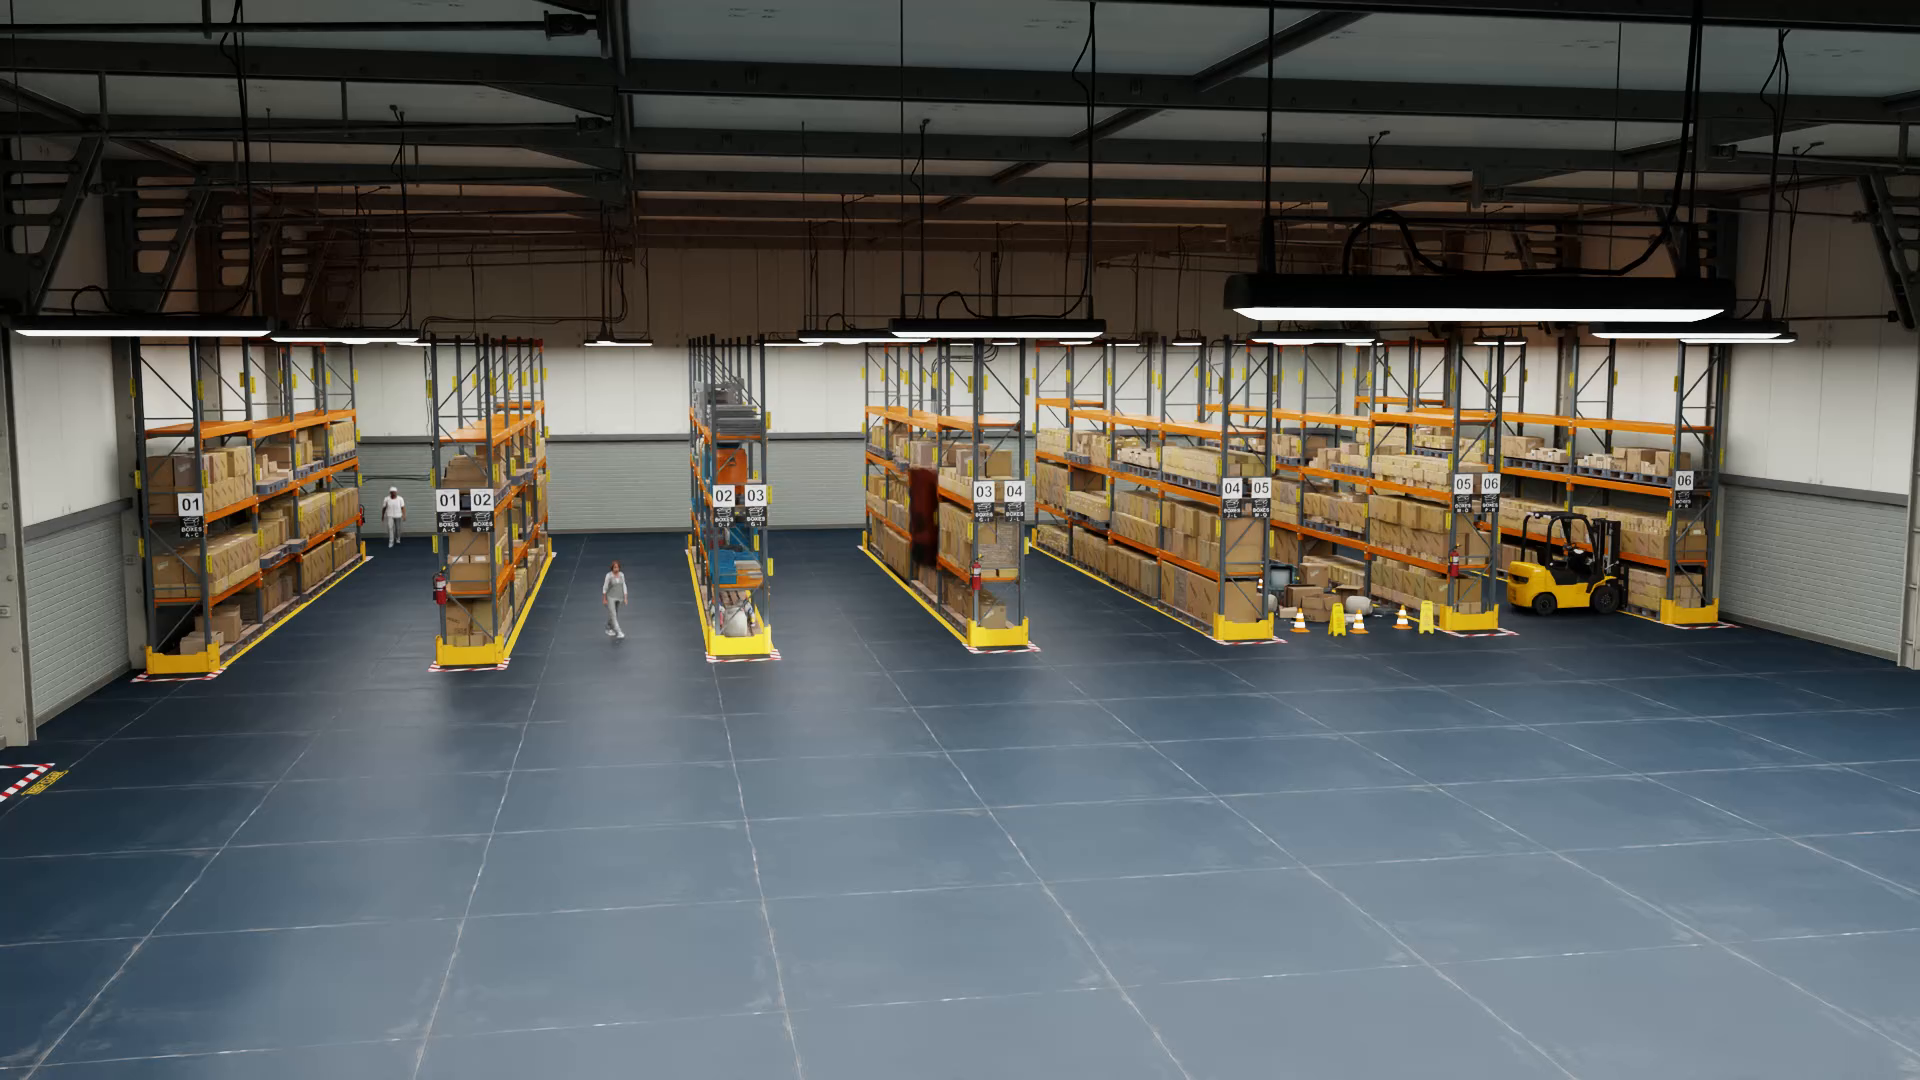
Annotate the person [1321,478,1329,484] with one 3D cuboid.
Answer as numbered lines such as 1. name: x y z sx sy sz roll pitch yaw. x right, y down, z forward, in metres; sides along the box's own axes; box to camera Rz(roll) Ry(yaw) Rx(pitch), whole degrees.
1. person: 11.349 -1.044 51.473 1.027 1.754 0.530 -1 7 -13

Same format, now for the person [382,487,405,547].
1. person: -16.510 -0.699 48.457 0.658 1.705 1.079 -2 7 -19

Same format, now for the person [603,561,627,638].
1. person: -6.796 1.175 32.873 0.430 1.533 1.021 -6 9 -42
